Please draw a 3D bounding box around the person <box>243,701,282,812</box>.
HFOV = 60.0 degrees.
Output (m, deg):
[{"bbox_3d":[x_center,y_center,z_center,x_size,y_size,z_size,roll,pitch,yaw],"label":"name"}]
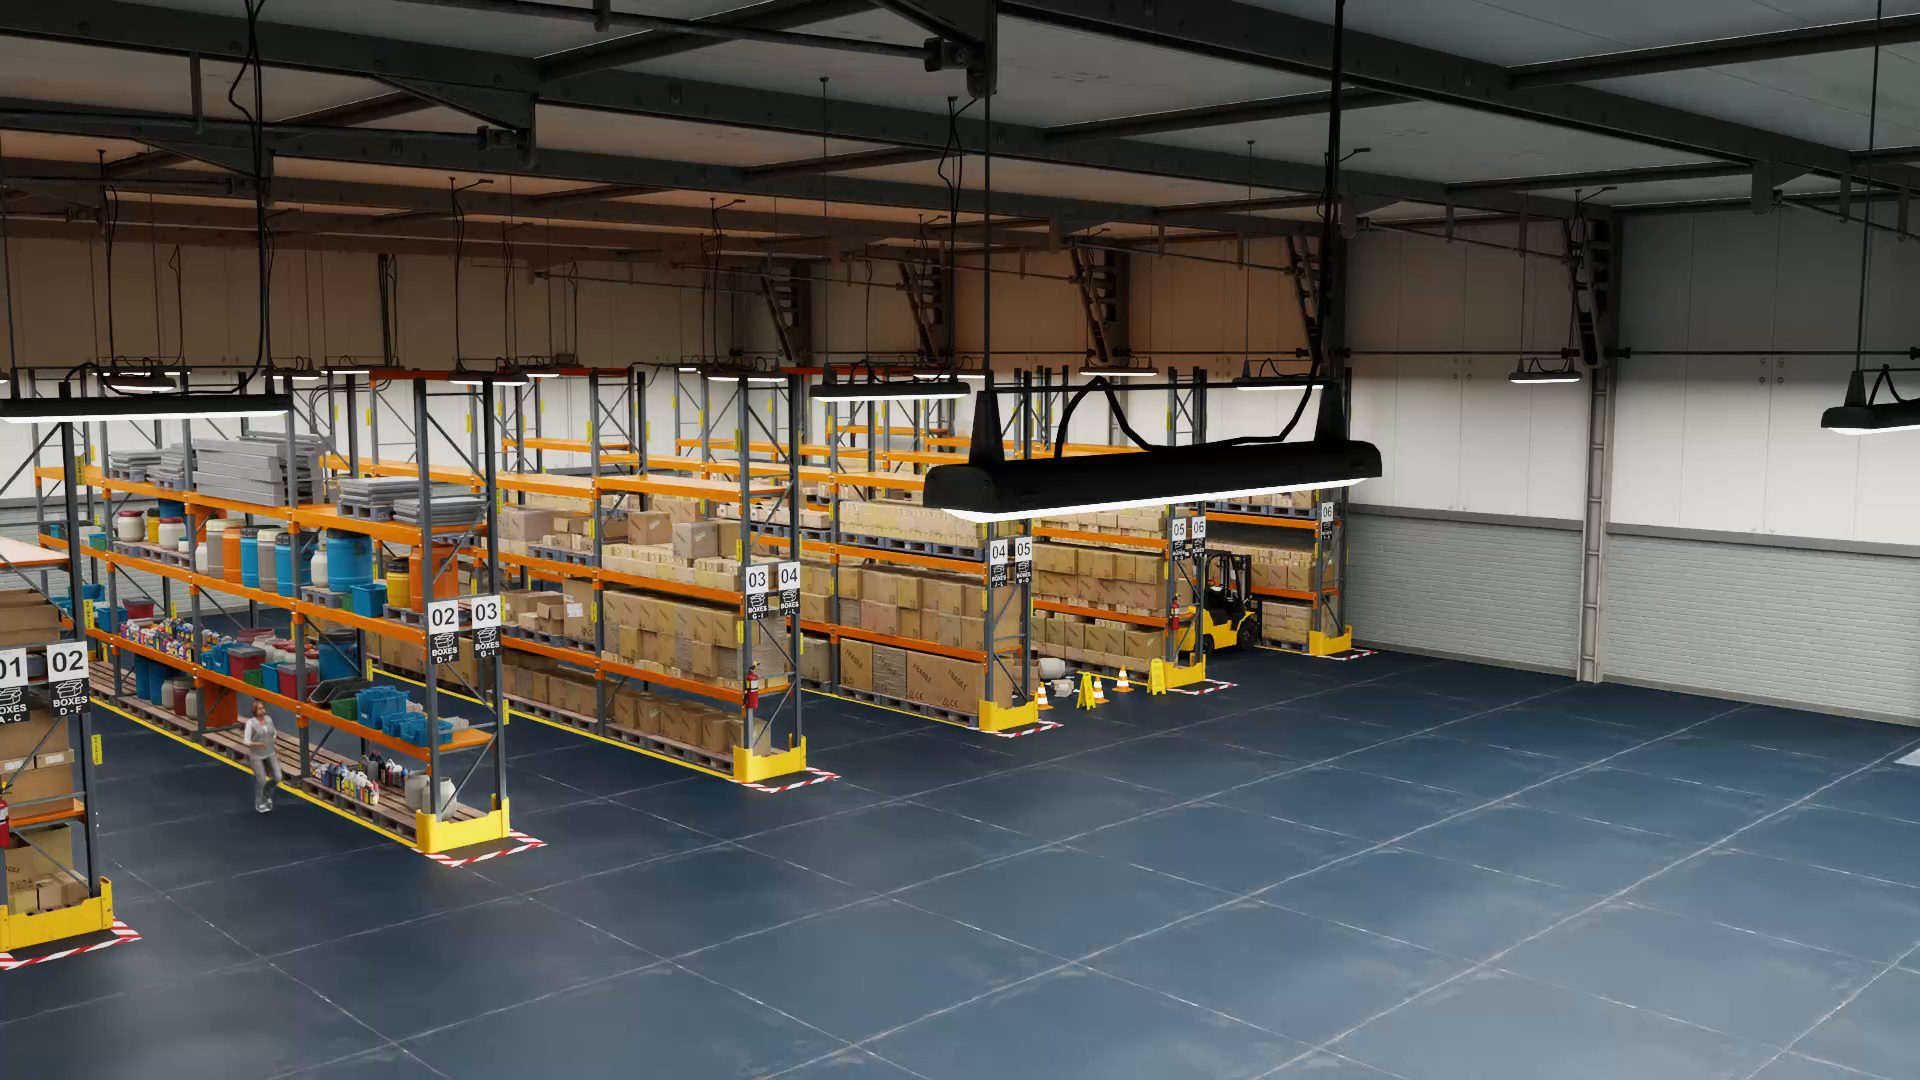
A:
[{"bbox_3d":[-9.518,2.976,22.781,0.570,1.561,0.521,6,9,41],"label":"person"}]
